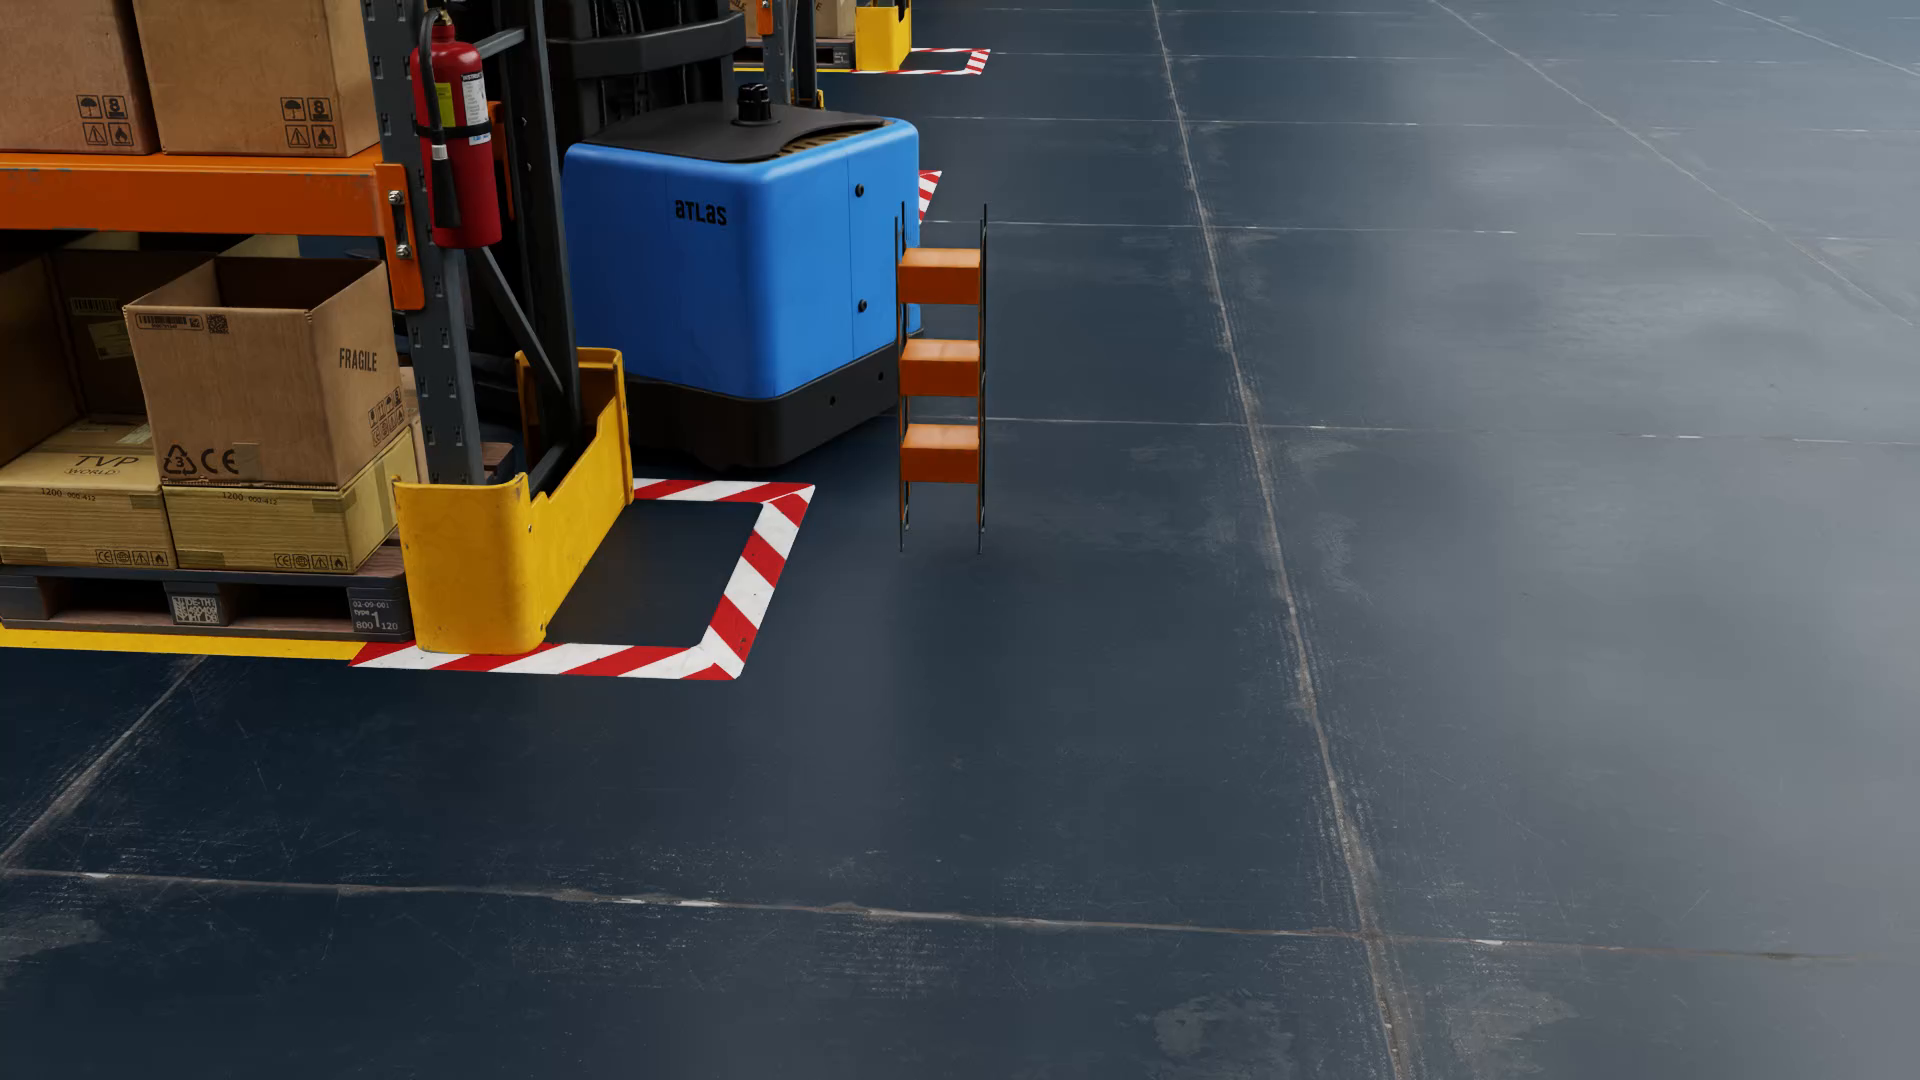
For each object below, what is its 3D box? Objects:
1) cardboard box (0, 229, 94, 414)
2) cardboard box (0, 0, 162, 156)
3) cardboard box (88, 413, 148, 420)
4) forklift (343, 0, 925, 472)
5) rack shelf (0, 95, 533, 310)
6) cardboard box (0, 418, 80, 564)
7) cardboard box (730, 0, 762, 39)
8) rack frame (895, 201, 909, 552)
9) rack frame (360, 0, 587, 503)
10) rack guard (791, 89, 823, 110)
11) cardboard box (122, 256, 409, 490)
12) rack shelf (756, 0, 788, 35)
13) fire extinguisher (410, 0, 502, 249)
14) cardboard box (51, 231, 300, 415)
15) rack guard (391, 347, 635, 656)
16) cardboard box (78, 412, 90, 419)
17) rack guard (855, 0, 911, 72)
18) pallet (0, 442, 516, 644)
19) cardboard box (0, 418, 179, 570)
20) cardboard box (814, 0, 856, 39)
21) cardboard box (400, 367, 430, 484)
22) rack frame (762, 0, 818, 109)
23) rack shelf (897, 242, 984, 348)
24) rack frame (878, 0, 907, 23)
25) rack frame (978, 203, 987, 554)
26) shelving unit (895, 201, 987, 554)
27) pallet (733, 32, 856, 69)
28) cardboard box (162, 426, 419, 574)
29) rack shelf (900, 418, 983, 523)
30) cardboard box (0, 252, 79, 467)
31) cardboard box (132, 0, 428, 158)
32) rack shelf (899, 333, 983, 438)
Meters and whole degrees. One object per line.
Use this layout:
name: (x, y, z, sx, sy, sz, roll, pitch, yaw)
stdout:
cardboard box: (-2.840, -0.711, 5.097, 0.500, 0.500, 0.500, 2, 25, 4)
cardboard box: (-2.313, -1.374, 4.527, 0.500, 0.500, 0.700, 2, 25, 5)
cardboard box: (-2.341, -0.359, 5.229, 0.500, 0.250, 0.500, 2, 25, 4)
forklift: (-1.659, -2.009, 6.110, 3.031, 2.935, 1.130, 14, 28, 28)
rack shelf: (-3.319, -1.030, 4.761, 4.000, 0.370, 1.077, 2, 25, 4)
cardboard box: (-2.880, -0.155, 4.786, 0.500, 0.250, 0.500, 2, 25, 4)
cardboard box: (-1.782, -4.509, 13.948, 0.500, 0.500, 0.500, 8, 26, 18)
rack frame: (-0.175, -0.483, 5.043, 0.008, 1.050, 0.200, 2, 25, 4)
rack frame: (-1.324, -1.293, 4.472, 0.127, 3.000, 1.000, 2, 25, 4)
rack guard: (-1.021, -2.205, 9.443, 0.348, 0.500, 1.175, 2, 25, 4)
cardboard box: (-1.882, -0.469, 4.570, 0.500, 0.500, 0.500, 2, 25, 4)
rack shelf: (-2.936, -3.095, 9.248, 4.000, 0.370, 1.077, 2, 25, 4)
fire extinguisher: (-1.242, -1.061, 4.059, 0.183, 0.674, 0.296, 2, 25, 4)
cardboard box: (-2.341, -0.701, 5.074, 0.500, 0.500, 0.500, 2, 25, 4)
rack guard: (-1.300, -0.157, 4.993, 0.348, 0.500, 1.175, 2, 25, 4)
cardboard box: (-2.839, -0.375, 5.264, 0.500, 0.250, 0.500, 2, 25, 4)
rack guard: (-0.638, -4.289, 13.972, 0.348, 0.500, 1.175, 2, 25, 4)
pallet: (-2.090, -0.033, 5.070, 1.213, 0.211, 1.003, 2, 25, 4)
cardboard box: (-2.381, -0.140, 4.752, 0.500, 0.250, 0.500, 2, 25, 4)
cardboard box: (-1.184, -4.504, 13.938, 0.500, 0.500, 0.500, 6, 25, 14)
cardboard box: (-1.842, -0.345, 5.198, 0.500, 0.250, 0.500, 2, 25, 4)
rack frame: (-0.941, -3.357, 8.958, 0.127, 3.000, 1.000, 2, 25, 4)
rack shelf: (-0.053, -0.727, 4.920, 0.240, 0.259, 0.215, 2, 25, 4)
rack frame: (-0.562, -5.422, 13.444, 0.127, 3.000, 1.000, 2, 25, 4)
rack frame: (0.068, -0.475, 5.026, 0.008, 1.050, 0.200, 2, 25, 4)
shelving unit: (-0.053, -0.479, 5.034, 0.252, 1.050, 0.215, 2, 25, 4)
pallet: (-1.445, -4.198, 14.121, 1.213, 0.211, 1.003, 2, 25, 4)
cardboard box: (-1.882, -0.129, 4.728, 0.500, 0.250, 0.500, 2, 25, 4)
rack shelf: (-0.053, -0.217, 5.155, 0.240, 0.259, 0.215, 2, 25, 4)
cardboard box: (-2.880, -0.494, 4.626, 0.500, 0.500, 0.500, 2, 25, 4)
cardboard box: (-1.789, -1.359, 4.495, 0.500, 0.500, 0.700, 2, 25, 4)
rack shelf: (-0.053, -0.469, 5.039, 0.240, 0.259, 0.215, 2, 25, 4)
